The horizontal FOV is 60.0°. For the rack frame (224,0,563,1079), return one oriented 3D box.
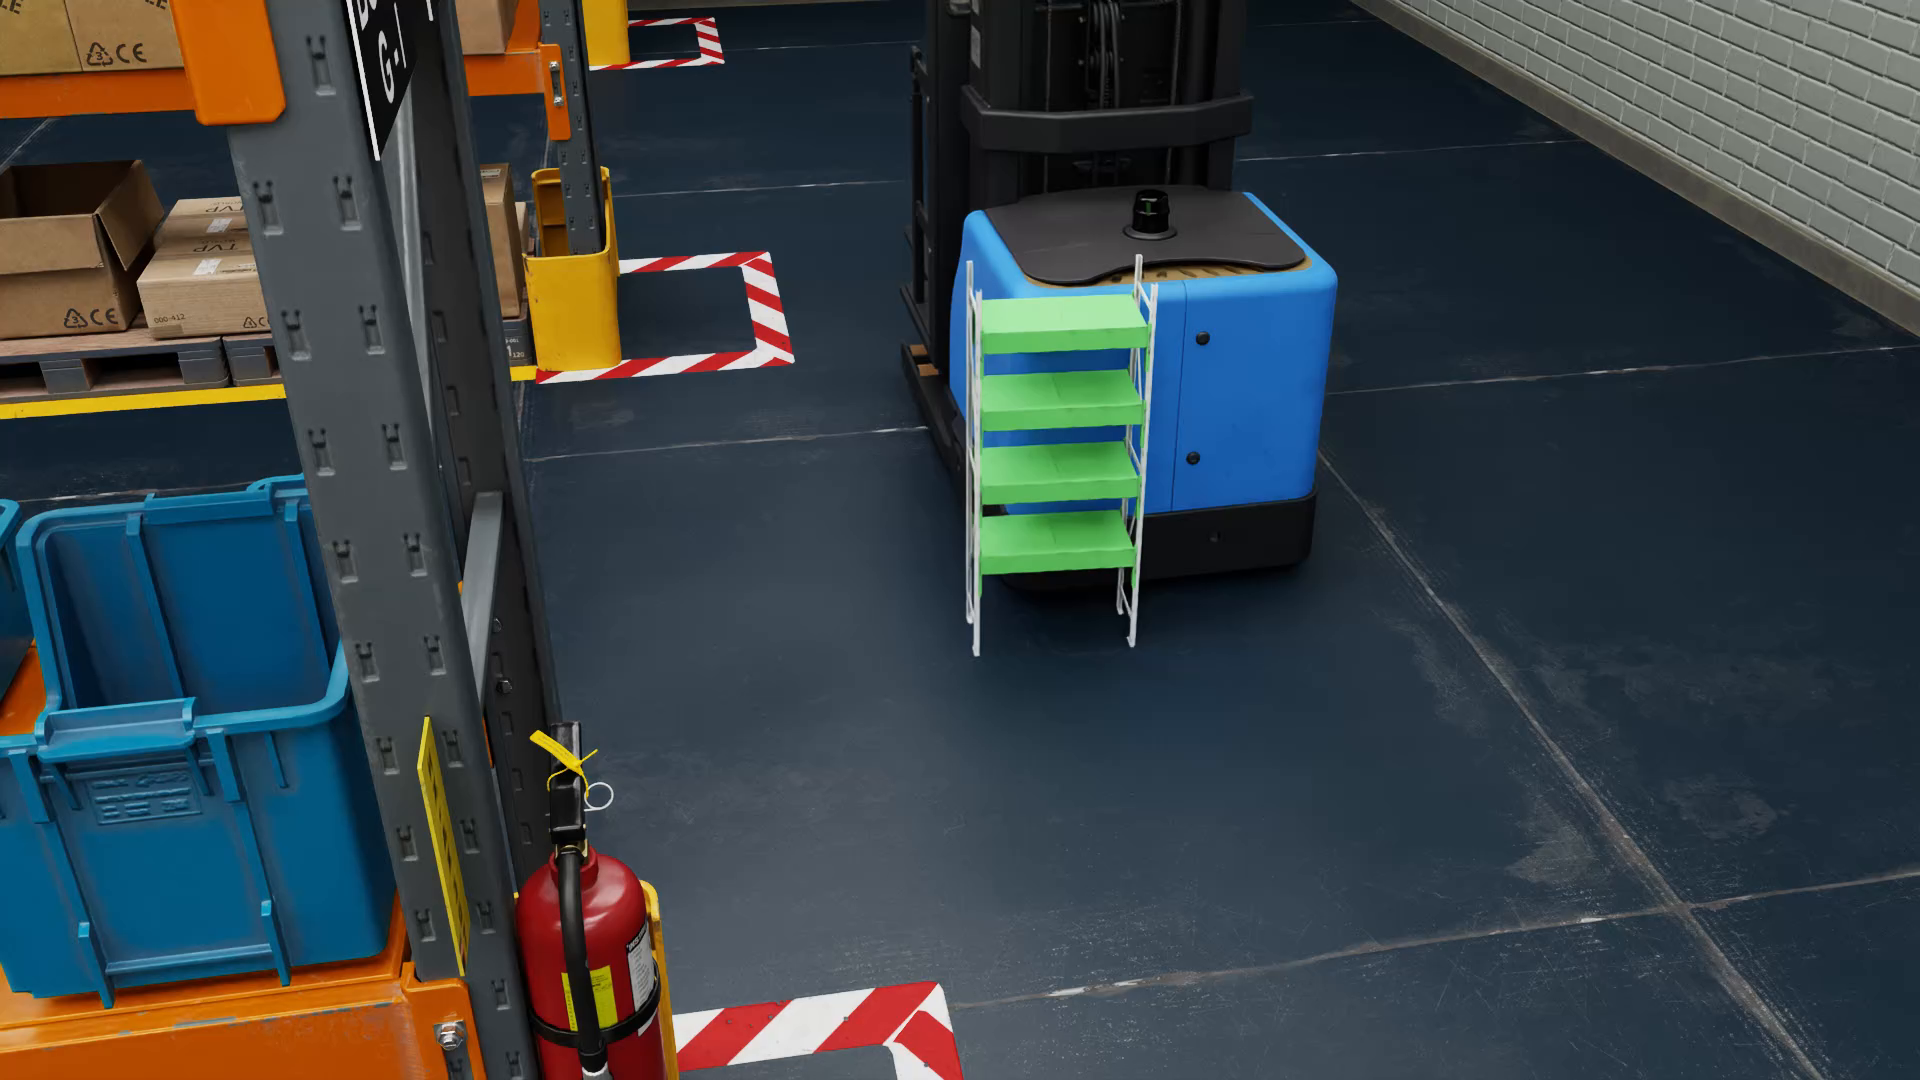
[{"bbox_3d":[-0.733,0.171,2.500,0.053,2.616,0.949,-5,31,-9],"label":"rack frame"}]

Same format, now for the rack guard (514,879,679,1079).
[{"bbox_3d":[-0.712,1.238,3.151,0.348,0.500,1.175,-5,31,-9],"label":"rack guard"}]

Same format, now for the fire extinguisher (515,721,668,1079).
[{"bbox_3d":[-0.503,0.576,2.255,0.183,0.674,0.296,-5,31,-9],"label":"fire extinguisher"}]

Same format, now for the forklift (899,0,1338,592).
[{"bbox_3d":[0.374,-1.830,5.971,1.130,2.935,3.031,-6,31,-10],"label":"forklift"}]

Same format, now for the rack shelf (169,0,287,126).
[{"bbox_3d":[-2.700,-0.631,1.615,4.000,0.370,1.077,-5,31,-9],"label":"rack shelf"}]

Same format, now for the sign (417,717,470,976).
[{"bbox_3d":[-0.618,0.372,1.998,0.005,0.325,0.100,-5,31,-9],"label":"sign"}]

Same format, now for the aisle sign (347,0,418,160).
[{"bbox_3d":[-0.610,-0.812,1.607,0.004,0.787,0.394,-5,31,-9],"label":"aisle sign"}]

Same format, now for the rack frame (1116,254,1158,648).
[{"bbox_3d":[0.525,-0.242,4.978,0.015,1.200,0.240,-3,31,-5],"label":"rack frame"}]

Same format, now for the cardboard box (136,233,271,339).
[{"bbox_3d":[-3.052,-1.061,6.874,0.500,0.250,0.500,-5,31,-9],"label":"cardboard box"}]

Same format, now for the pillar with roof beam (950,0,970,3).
[{"bbox_3d":[0.758,-5.888,6.885,0.400,9.000,9.100,-5,31,-9],"label":"pillar with roof beam"}]

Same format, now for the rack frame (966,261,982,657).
[{"bbox_3d":[0.040,-0.216,4.934,0.015,1.200,0.240,-3,31,-5],"label":"rack frame"}]

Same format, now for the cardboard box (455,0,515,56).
[{"bbox_3d":[-2.013,-2.167,6.378,0.500,0.500,0.500,-4,31,-7],"label":"cardboard box"}]

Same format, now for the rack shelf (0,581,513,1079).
[{"bbox_3d":[-2.700,0.662,2.375,4.000,0.370,1.077,-5,31,-9],"label":"rack shelf"}]

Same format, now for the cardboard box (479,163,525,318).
[{"bbox_3d":[-2.112,-1.241,6.933,0.500,0.500,0.500,-5,31,-9],"label":"cardboard box"}]

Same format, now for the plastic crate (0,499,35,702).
[{"bbox_3d":[-1.683,0.134,2.669,0.300,0.233,0.416,-5,31,-9],"label":"plastic crate"}]

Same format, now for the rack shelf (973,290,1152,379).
[{"bbox_3d":[0.282,-0.588,4.745,0.480,0.148,0.258,-3,31,-5],"label":"rack shelf"}]

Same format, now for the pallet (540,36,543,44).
[{"bbox_3d":[-3.290,-3.456,11.420,1.213,0.211,1.003,-5,31,-9],"label":"pallet"}]

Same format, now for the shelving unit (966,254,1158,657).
[{"bbox_3d":[0.282,-0.229,4.956,0.503,1.200,0.258,-3,31,-5],"label":"shelving unit"}]

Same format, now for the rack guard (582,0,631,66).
[{"bbox_3d":[-2.494,-3.695,11.541,0.348,0.500,1.175,-5,31,-9],"label":"rack guard"}]

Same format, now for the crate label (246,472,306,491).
[{"bbox_3d":[-1.035,0.074,2.771,0.303,0.233,0.416,-5,31,-9],"label":"crate label"}]

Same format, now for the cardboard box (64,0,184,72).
[{"bbox_3d":[-3.015,-2.075,6.222,0.500,0.500,0.500,-5,31,-9],"label":"cardboard box"}]

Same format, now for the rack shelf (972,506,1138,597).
[{"bbox_3d":[0.282,0.032,5.110,0.480,0.148,0.258,-3,31,-5],"label":"rack shelf"}]

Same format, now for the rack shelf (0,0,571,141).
[{"bbox_3d":[-3.589,-1.808,6.576,4.000,0.370,1.077,-5,31,-9],"label":"rack shelf"}]

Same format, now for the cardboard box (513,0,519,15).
[{"bbox_3d":[-2.106,-2.435,6.833,0.500,0.500,0.500,-5,31,-8],"label":"cardboard box"}]

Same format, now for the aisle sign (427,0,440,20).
[{"bbox_3d":[-0.716,-1.106,2.107,0.004,0.787,0.394,-5,31,-9],"label":"aisle sign"}]

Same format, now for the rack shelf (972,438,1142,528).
[{"bbox_3d":[0.282,-0.174,4.989,0.480,0.148,0.258,-3,31,-5],"label":"rack shelf"}]

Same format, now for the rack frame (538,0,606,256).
[{"bbox_3d":[-1.622,-2.301,6.704,0.127,3.000,1.000,-5,31,-9],"label":"rack frame"}]

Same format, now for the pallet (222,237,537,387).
[{"bbox_3d":[-2.480,-1.019,7.274,1.213,0.211,1.003,-5,31,-9],"label":"pallet"}]

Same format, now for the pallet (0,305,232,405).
[{"bbox_3d":[-3.678,-0.909,7.088,1.213,0.211,1.003,-5,31,-9],"label":"pallet"}]

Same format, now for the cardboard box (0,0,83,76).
[{"bbox_3d":[-3.510,-2.030,6.144,0.500,0.500,0.500,-6,31,-10],"label":"cardboard box"}]

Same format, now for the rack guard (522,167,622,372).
[{"bbox_3d":[-1.696,-1.216,7.326,0.348,0.500,1.175,-5,31,-9],"label":"rack guard"}]

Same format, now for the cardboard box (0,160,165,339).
[{"bbox_3d":[-3.709,-1.223,6.900,0.637,0.503,0.797,-5,31,-9],"label":"cardboard box"}]

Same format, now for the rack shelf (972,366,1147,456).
[{"bbox_3d":[0.282,-0.381,4.867,0.480,0.148,0.258,-3,31,-5],"label":"rack shelf"}]

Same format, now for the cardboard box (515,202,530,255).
[{"bbox_3d":[-2.095,-1.395,7.541,0.250,0.149,0.380,-5,31,-9],"label":"cardboard box"}]

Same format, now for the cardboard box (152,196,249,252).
[{"bbox_3d":[-3.191,-1.306,7.290,0.500,0.250,0.500,-5,31,-9],"label":"cardboard box"}]

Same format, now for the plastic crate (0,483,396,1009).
[{"bbox_3d":[-1.029,0.252,2.269,0.499,0.435,0.616,-5,31,-9],"label":"plastic crate"}]
